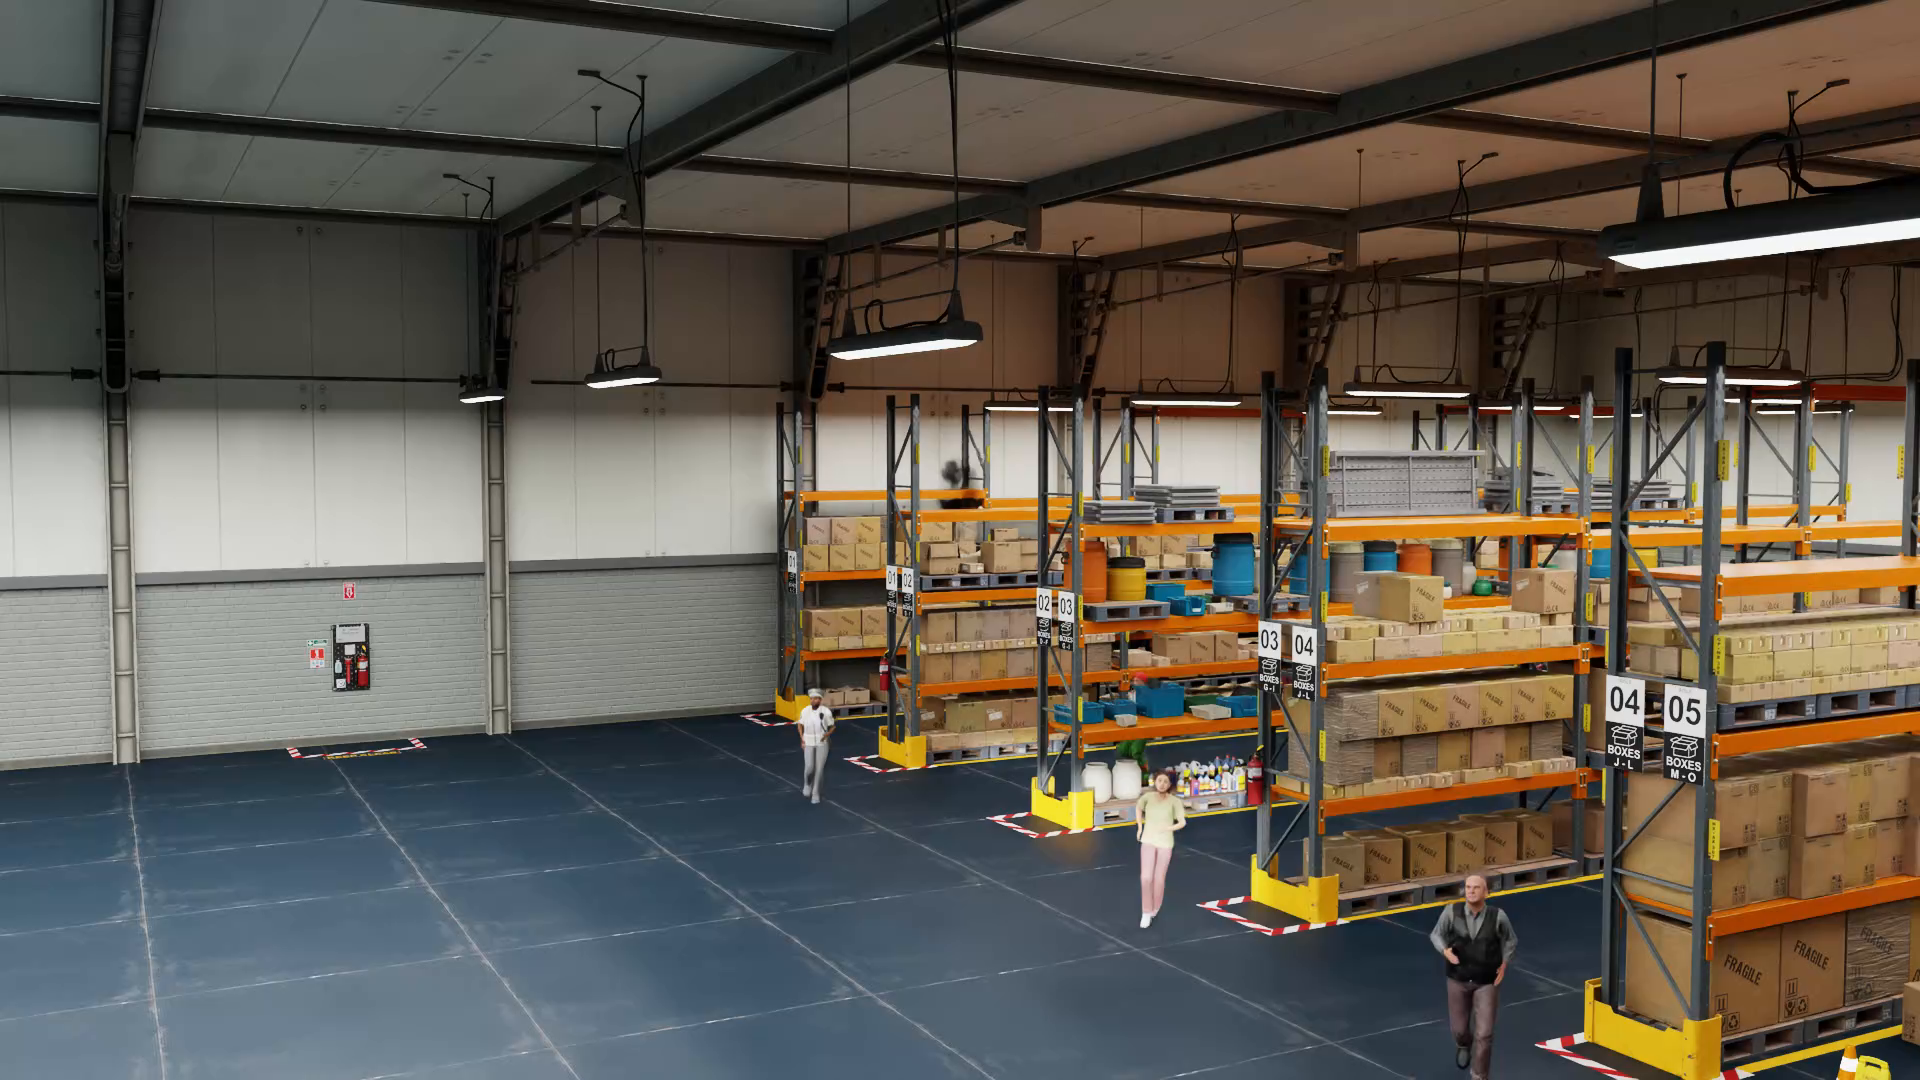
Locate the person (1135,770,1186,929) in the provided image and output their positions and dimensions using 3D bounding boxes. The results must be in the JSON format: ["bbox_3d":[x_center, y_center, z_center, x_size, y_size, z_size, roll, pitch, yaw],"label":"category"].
[{"bbox_3d":[2.157,3.321,17.982,0.566,1.682,0.603,1,3,11],"label":"person"}]

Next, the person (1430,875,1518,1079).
[{"bbox_3d":[4.117,3.556,13.370,0.671,1.736,0.799,1,4,23],"label":"person"}]

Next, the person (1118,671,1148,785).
[{"bbox_3d":[2.657,2.864,25.252,0.559,1.739,0.656,-2,4,-32],"label":"person"}]

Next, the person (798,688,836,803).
[{"bbox_3d":[-2.091,2.974,24.077,0.544,1.669,0.566,0,3,0],"label":"person"}]
